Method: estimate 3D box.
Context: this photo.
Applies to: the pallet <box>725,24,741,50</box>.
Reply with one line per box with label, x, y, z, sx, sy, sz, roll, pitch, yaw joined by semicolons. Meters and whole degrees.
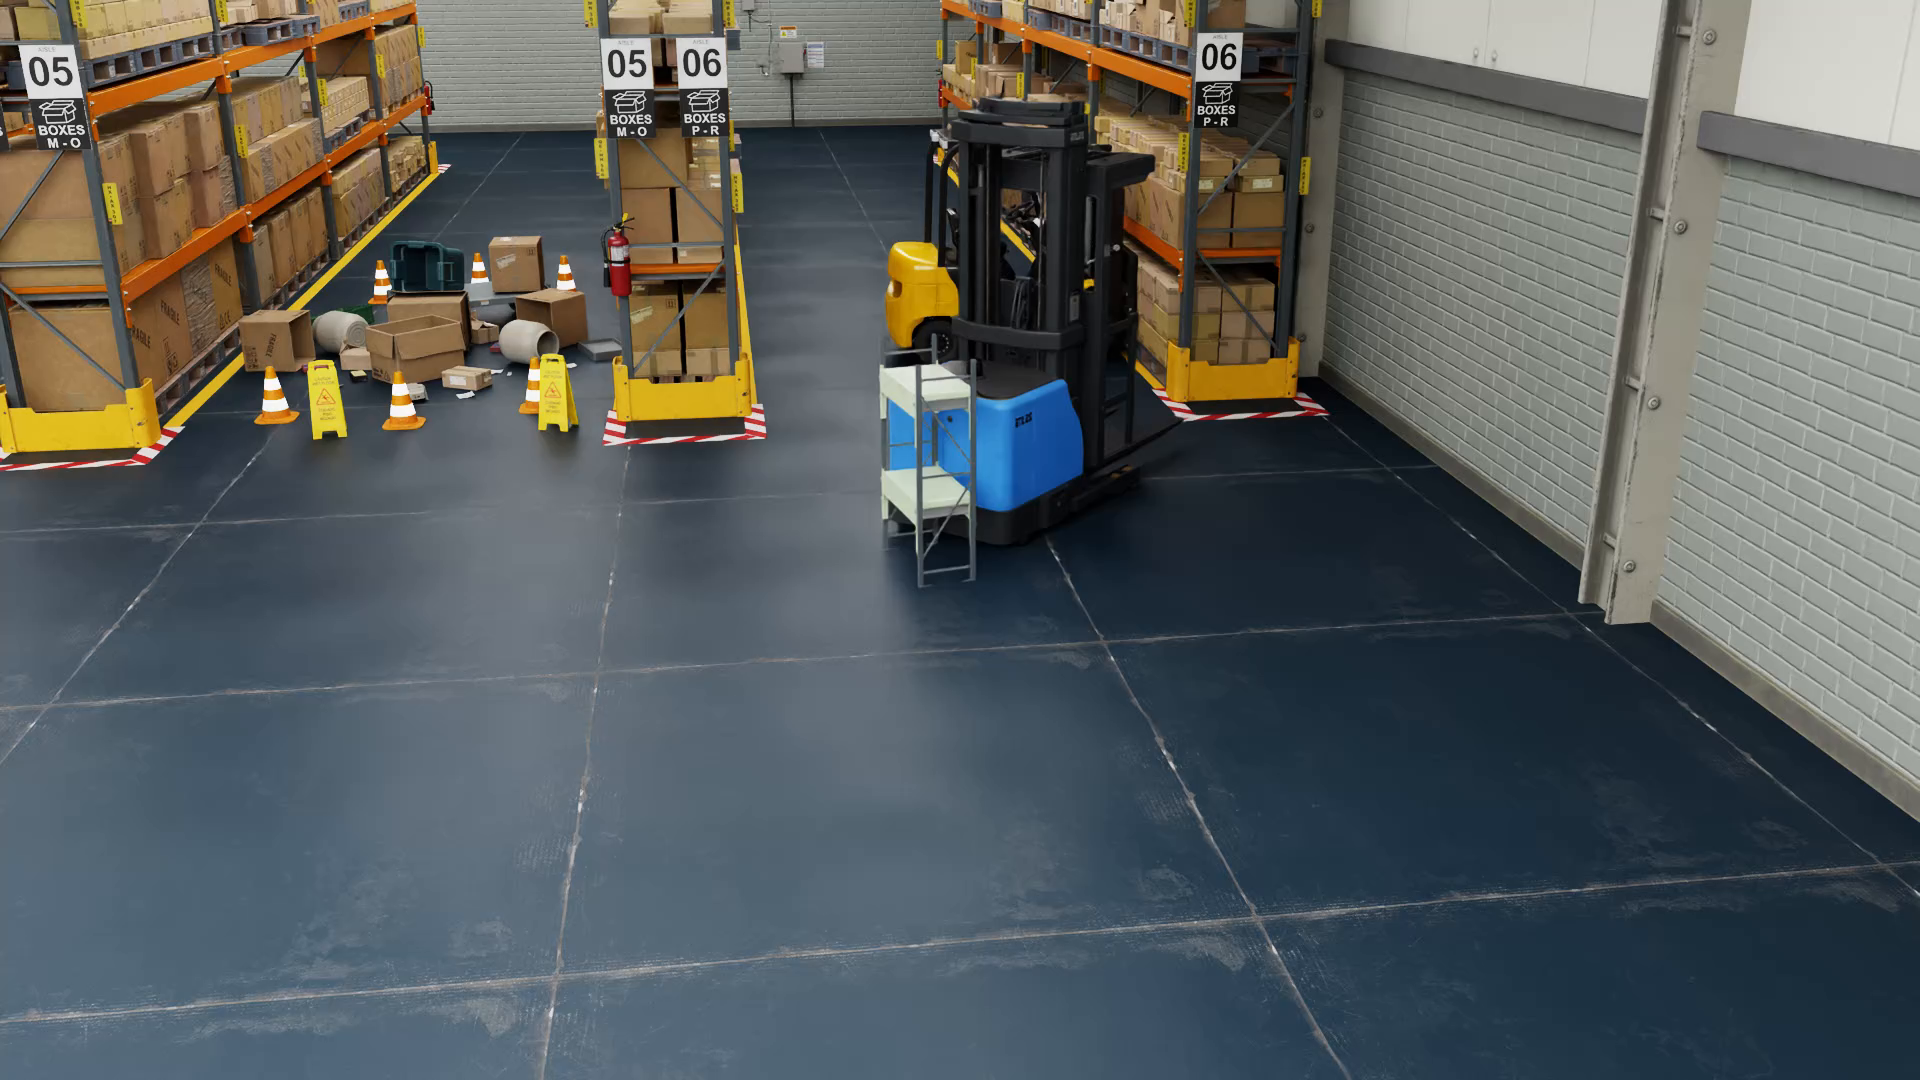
pallet;-2.983;-5.418;17.917;1.213;0.211;1.003;-3;21;-8

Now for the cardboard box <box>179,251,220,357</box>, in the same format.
cardboard box;-7.728;-2.265;15.931;0.875;0.875;0.875;-3;21;-7

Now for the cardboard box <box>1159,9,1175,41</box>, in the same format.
cardboard box;2.032;-4.694;15.158;0.396;0.266;0.258;-3;21;-8

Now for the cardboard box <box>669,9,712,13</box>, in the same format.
cardboard box;-2.392;-4.639;14.782;0.380;0.149;0.250;-3;21;-8

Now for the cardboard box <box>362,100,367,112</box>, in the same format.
cardboard box;-8.745;-6.229;23.865;0.380;0.149;0.250;-3;21;-7

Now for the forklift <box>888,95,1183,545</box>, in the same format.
forklift;0.728;-1.798;12.340;1.130;2.935;3.031;13;24;32

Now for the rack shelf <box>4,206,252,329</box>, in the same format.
rack shelf;-7.595;-2.568;15.332;1.077;0.370;4.000;-3;21;-8

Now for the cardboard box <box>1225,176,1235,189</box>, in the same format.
cardboard box;2.598;-3.312;15.227;0.380;0.149;0.250;-3;21;-8

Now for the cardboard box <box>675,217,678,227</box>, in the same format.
cardboard box;-2.889;-3.028;15.896;0.380;0.149;0.250;-3;21;-8

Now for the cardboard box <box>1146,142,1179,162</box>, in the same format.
cardboard box;1.988;-3.700;15.839;0.380;0.149;0.250;-2;21;-6

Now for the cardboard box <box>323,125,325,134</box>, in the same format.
cardboard box;-8.324;-5.226;21.181;0.380;0.149;0.250;-3;21;-9

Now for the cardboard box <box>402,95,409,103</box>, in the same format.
cardboard box;-9.168;-7.182;27.017;0.380;0.149;0.250;-4;21;-10

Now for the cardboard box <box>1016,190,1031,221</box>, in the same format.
cardboard box;1.062;-4.680;22.931;0.500;0.500;0.500;-2;21;-6

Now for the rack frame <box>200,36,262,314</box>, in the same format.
rack frame;-7.883;-3.597;17.060;1.000;3.000;0.127;-3;21;-8

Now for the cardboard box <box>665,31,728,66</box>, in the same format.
cardboard box;-2.232;-4.159;14.066;0.500;0.250;0.500;-3;21;-9

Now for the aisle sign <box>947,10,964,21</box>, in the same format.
aisle sign;-0.118;-9.515;29.189;0.394;0.787;0.004;-3;21;-8

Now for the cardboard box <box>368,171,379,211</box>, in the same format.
cardboard box;-8.607;-4.972;23.712;0.500;0.500;0.500;-3;21;-9

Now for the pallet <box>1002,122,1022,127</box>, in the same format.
pallet;1.168;-5.660;22.857;1.213;0.211;1.003;-3;21;-8

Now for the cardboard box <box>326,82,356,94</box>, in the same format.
cardboard box;-8.672;-6.322;23.265;0.380;0.149;0.250;-3;21;-8

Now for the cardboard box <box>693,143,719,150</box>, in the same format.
cardboard box;-2.608;-3.749;16.898;0.500;0.500;0.500;-2;21;-6

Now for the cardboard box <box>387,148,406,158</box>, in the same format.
cardboard box;-9.081;-6.179;26.597;0.380;0.149;0.250;-3;21;-7

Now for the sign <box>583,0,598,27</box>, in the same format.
sign;-2.975;-4.296;13.378;0.100;0.325;0.005;-3;21;-8

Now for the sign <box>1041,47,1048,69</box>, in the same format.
sign;1.307;-7.475;25.788;0.100;0.325;0.005;-3;21;-8

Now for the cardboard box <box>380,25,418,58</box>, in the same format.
cardboard box;-9.301;-8.261;27.549;0.500;0.500;0.500;-3;21;-9

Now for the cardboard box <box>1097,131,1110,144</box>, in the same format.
cardboard box;1.698;-4.361;18.034;0.380;0.149;0.250;-3;21;-9

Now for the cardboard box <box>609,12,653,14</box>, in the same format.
cardboard box;-2.818;-4.439;14.246;0.380;0.149;0.250;-3;21;-8

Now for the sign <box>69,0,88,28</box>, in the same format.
sign;-6.756;-4.090;12.730;0.100;0.325;0.005;-3;21;-8

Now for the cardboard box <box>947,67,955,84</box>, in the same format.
cardboard box;0.054;-8.012;28.670;0.500;0.250;0.500;-3;21;-7

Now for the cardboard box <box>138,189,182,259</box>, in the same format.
cardboard box;-7.462;-2.798;14.707;0.875;0.550;0.550;-3;21;-8

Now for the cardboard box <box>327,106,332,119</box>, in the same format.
cardboard box;-8.414;-5.564;21.660;0.380;0.149;0.250;-4;21;-9

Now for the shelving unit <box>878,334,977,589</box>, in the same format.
shelving unit;-0.216;-0.531;10.996;0.431;1.500;0.755;-7;22;-19

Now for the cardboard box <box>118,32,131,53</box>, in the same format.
cardboard box;-7.149;-4.141;13.845;0.380;0.149;0.250;-3;21;-7

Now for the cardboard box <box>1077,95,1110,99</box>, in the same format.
cardboard box;1.731;-5.682;21.571;0.380;0.149;0.250;-2;21;-6

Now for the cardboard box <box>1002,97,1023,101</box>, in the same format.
cardboard box;0.863;-5.994;23.091;0.500;0.250;0.500;-4;21;-10

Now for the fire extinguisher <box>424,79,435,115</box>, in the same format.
fire extinguisher;-9.192;-7.652;28.559;0.296;0.674;0.183;-3;21;-8

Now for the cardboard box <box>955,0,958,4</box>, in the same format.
cardboard box;0.123;-8.918;27.378;0.380;0.149;0.250;-3;21;-8

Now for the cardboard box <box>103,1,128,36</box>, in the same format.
cardboard box;-7.196;-4.286;13.663;0.500;0.250;0.500;-3;21;-8

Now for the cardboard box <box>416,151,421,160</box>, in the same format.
cardboard box;-9.178;-6.404;27.625;0.380;0.149;0.250;-4;21;-10

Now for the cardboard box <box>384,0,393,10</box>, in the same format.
cardboard box;-8.979;-8.230;25.391;0.500;0.250;0.500;-2;21;-5

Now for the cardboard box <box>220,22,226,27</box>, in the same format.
cardboard box;-7.723;-5.405;17.061;0.258;0.266;0.396;-3;21;-9

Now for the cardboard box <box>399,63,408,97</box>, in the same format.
cardboard box;-9.080;-7.269;26.322;0.500;0.500;0.500;-2;21;-5

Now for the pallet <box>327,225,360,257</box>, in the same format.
pallet;-8.571;-3.946;21.981;1.003;0.211;1.213;-3;21;-8

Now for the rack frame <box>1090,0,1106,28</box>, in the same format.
rack frame;1.912;-6.944;17.446;1.000;3.000;0.127;-3;21;-8

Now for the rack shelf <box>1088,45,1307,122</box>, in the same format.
rack shelf;2.200;-4.509;16.243;1.077;0.370;4.000;-3;21;-8

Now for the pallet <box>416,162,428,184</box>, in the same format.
pallet;-9.520;-6.136;27.844;1.003;0.211;1.213;-3;21;-8

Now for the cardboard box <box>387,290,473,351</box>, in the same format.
cardboard box;-5.324;-2.195;16.679;0.797;0.637;0.503;-3;21;-8

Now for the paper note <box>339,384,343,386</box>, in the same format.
paper note;-5.846;-1.435;15.516;0.144;0.017;0.142;4;21;11

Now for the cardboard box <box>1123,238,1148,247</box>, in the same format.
cardboard box;1.818;-2.978;17.303;0.500;0.250;0.500;-2;21;-6

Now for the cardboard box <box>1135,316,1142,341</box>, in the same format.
cardboard box;1.983;-2.150;16.516;0.500;0.250;0.500;-3;21;-7

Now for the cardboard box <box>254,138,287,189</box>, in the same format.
cardboard box;-7.836;-4.188;18.498;0.500;0.500;0.500;-3;21;-8

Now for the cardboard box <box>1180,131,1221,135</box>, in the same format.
cardboard box;2.415;-3.994;16.627;0.380;0.149;0.250;-2;21;-6

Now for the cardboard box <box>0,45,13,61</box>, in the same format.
cardboard box;-7.690;-3.841;13.043;0.380;0.149;0.250;-3;21;-8

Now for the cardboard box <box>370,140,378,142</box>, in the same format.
cardboard box;-9.805;-6.510;27.484;0.380;0.149;0.250;-3;21;-8

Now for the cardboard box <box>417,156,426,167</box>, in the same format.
cardboard box;-9.193;-6.358;27.925;0.380;0.149;0.250;-2;21;-6

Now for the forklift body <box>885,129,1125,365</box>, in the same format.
forklift body;0.410;-2.915;16.448;2.313;2.155;1.214;-3;21;-8
